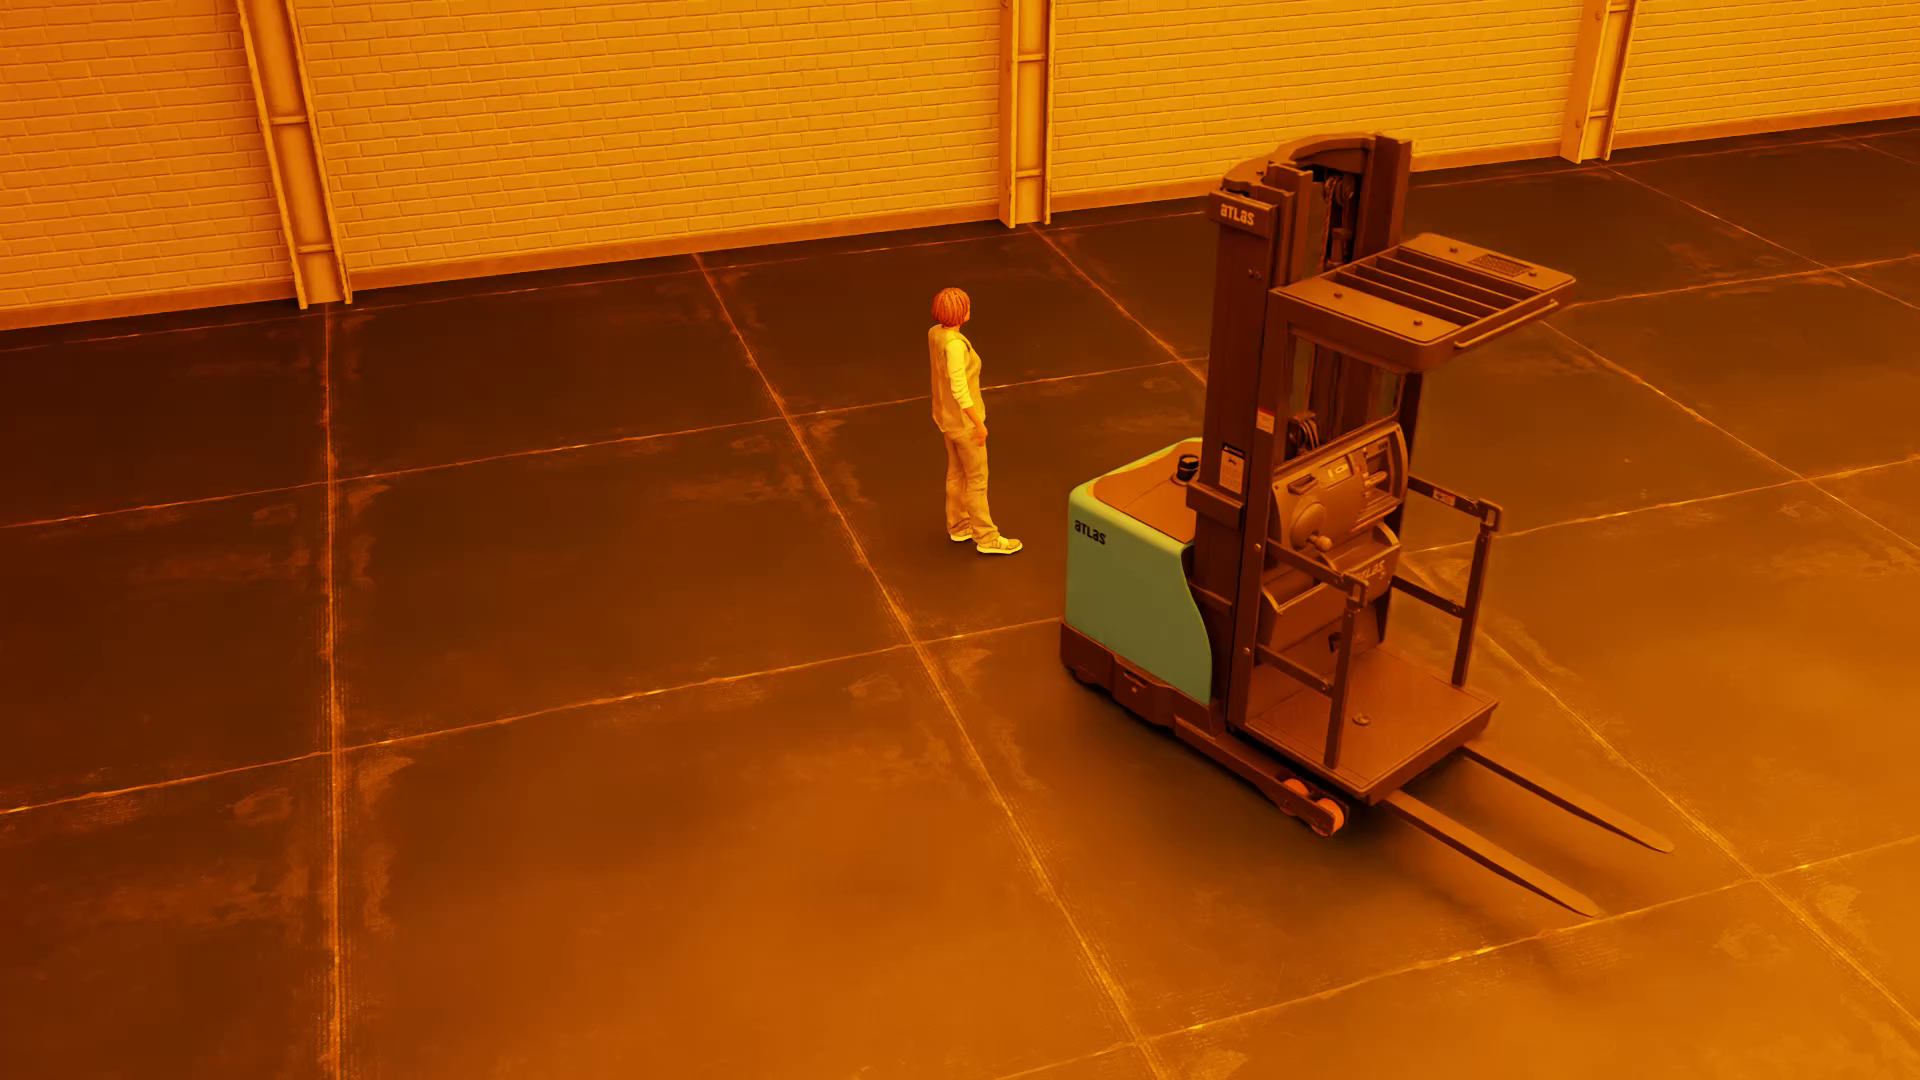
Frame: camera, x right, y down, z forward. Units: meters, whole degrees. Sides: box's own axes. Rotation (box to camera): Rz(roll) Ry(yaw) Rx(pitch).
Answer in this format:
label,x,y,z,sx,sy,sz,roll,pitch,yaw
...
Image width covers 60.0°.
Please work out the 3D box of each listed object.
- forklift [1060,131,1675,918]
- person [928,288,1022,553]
label,x,y,z,sx,sy,sz,roll,pitch,yaw
forklift,1.875,-0.196,7.428,1.130,2.935,3.031,-23,37,-35
person,0.075,-0.704,9.634,0.473,1.599,0.521,-10,31,-16
